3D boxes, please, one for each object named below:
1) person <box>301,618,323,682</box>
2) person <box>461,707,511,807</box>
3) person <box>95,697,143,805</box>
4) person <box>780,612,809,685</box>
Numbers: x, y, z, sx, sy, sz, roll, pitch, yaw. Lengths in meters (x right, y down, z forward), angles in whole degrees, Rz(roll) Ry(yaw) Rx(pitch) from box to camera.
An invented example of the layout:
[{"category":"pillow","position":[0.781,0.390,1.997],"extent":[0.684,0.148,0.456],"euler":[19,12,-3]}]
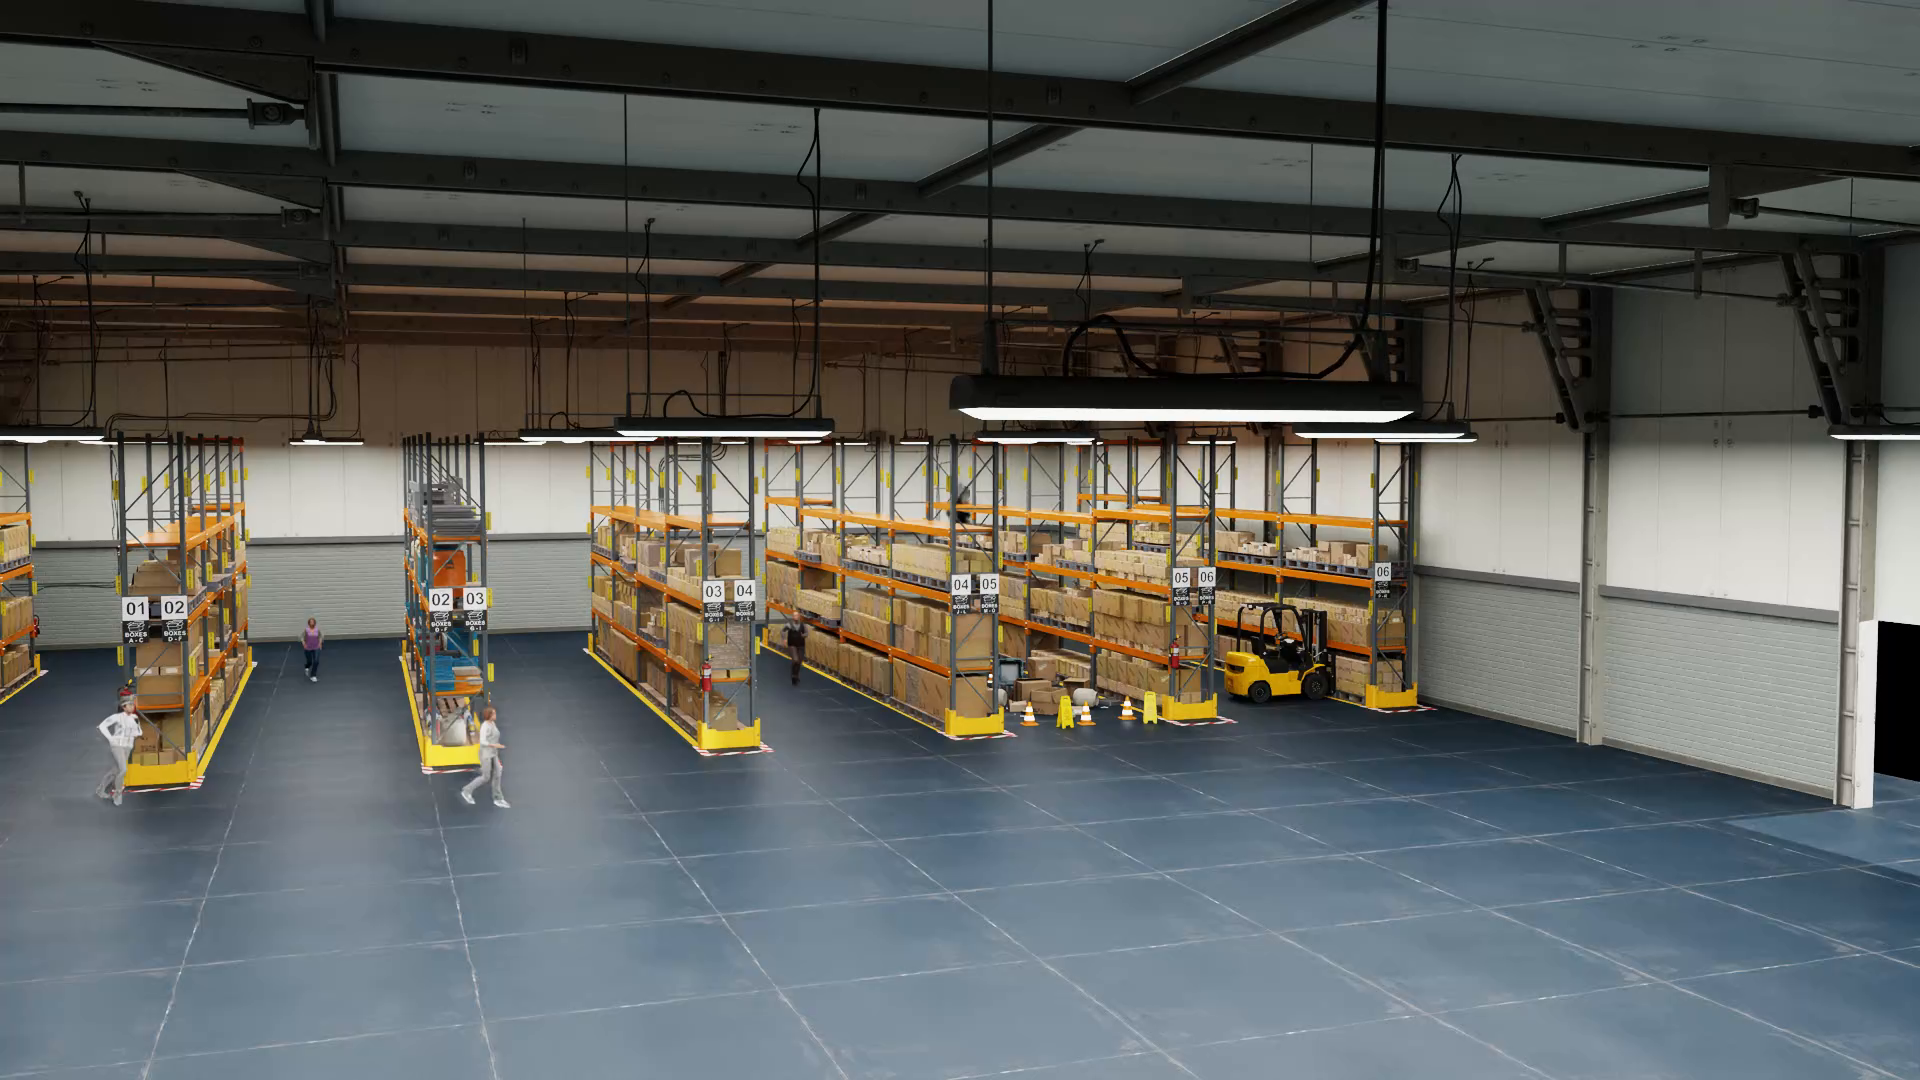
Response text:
[{"category":"person","position":[-15.959,2.682,40.934],"extent":[0.525,1.561,0.694],"euler":[-2,4,-32]},{"category":"person","position":[-7.548,3.457,26.478],"extent":[0.770,1.613,0.565],"euler":[0,3,3]},{"category":"person","position":[-13.669,3.413,27.027],"extent":[0.679,1.741,0.650],"euler":[1,3,19]},{"category":"person","position":[-3.982,2.630,40.379],"extent":[0.624,1.780,0.752],"euler":[-2,4,-27]}]
